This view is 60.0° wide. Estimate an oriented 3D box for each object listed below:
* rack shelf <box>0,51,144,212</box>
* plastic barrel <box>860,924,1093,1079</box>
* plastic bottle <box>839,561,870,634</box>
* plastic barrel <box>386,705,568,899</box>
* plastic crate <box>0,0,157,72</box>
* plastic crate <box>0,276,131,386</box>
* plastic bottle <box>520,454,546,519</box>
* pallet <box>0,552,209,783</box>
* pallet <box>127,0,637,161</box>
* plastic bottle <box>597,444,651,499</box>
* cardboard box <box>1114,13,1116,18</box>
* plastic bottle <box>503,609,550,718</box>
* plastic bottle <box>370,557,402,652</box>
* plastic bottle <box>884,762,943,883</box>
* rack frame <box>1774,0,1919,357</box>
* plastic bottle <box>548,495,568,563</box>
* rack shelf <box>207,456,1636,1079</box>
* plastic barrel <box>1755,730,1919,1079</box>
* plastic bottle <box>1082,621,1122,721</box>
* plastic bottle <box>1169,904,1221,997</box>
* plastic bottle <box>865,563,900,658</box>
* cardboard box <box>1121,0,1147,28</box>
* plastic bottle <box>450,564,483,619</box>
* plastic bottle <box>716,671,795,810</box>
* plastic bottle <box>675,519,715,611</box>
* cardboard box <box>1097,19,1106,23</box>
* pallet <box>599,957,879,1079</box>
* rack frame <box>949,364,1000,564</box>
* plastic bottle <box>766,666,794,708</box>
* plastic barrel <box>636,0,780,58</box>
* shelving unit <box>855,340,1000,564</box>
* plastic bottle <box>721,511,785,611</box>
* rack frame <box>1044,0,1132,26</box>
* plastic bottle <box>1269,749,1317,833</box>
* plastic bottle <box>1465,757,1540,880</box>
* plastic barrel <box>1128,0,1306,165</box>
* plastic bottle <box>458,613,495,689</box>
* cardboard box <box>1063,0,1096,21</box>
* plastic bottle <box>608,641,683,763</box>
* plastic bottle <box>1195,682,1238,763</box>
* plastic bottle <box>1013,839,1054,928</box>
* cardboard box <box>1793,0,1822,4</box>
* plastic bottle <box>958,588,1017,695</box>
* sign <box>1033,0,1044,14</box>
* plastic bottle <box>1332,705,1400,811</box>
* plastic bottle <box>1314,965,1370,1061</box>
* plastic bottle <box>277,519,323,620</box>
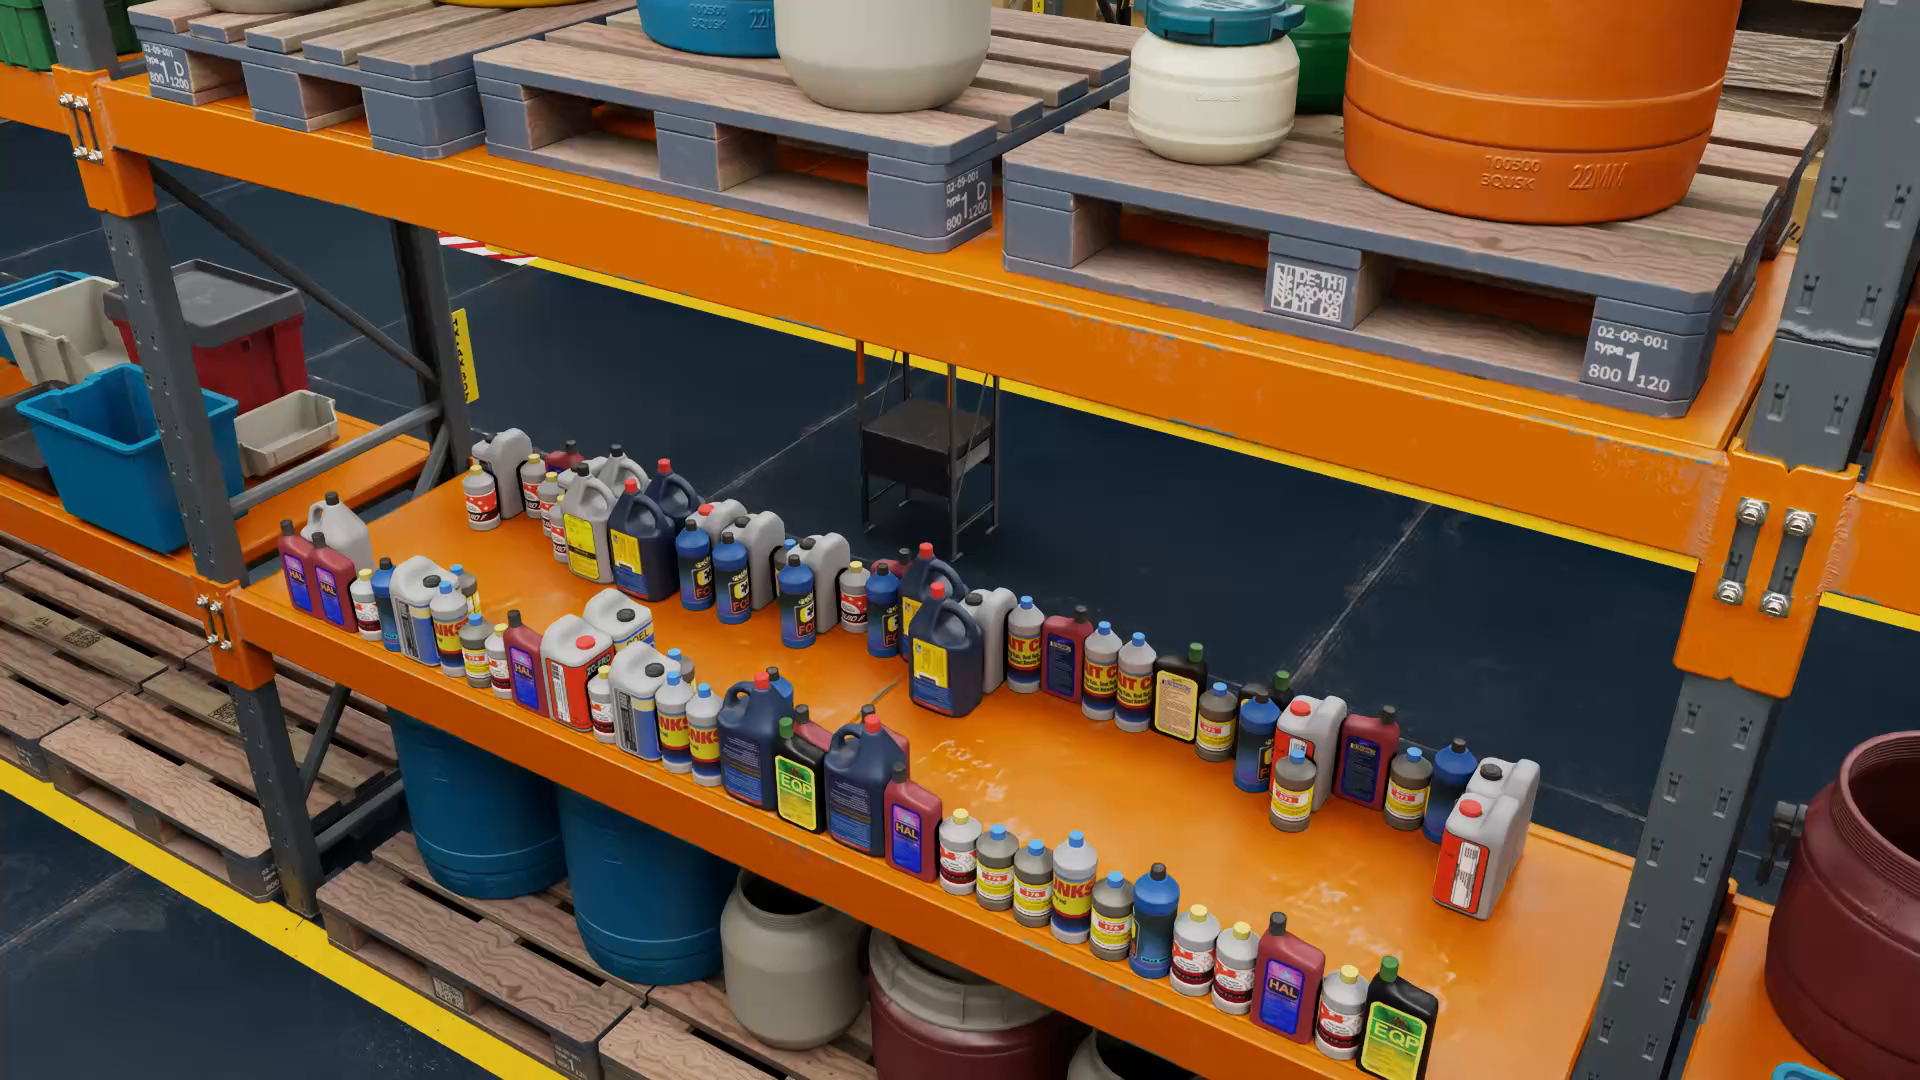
[{"bbox_3d":[-3.650,-1.770,5.544,4.000,0.370,1.077,18,35,27],"label":"rack shelf"},{"bbox_3d":[0.052,1.256,4.596,0.708,0.588,0.600,18,35,27],"label":"plastic barrel"},{"bbox_3d":[-0.291,0.155,4.705,0.097,0.201,0.097,0,30,0],"label":"plastic bottle"},{"bbox_3d":[-1.505,0.629,5.361,0.708,0.901,0.600,18,35,27],"label":"plastic barrel"},{"bbox_3d":[-2.476,-1.438,4.472,0.662,0.188,0.450,18,35,27],"label":"plastic crate"},{"bbox_3d":[-3.152,-0.712,6.051,0.530,0.282,0.437,18,35,27],"label":"plastic crate"},{"bbox_3d":[-1.338,-0.176,5.273,0.097,0.201,0.097,0,30,0],"label":"plastic bottle"},{"bbox_3d":[-3.637,0.448,6.772,1.213,0.211,1.003,18,35,27],"label":"pallet"},{"bbox_3d":[-1.241,-1.295,4.204,1.003,0.211,1.213,18,35,27],"label":"pallet"},{"bbox_3d":[-1.004,-0.121,5.030,0.185,0.351,0.144,18,35,27],"label":"plastic bottle"},{"bbox_3d":[1.506,-4.446,14.217,0.250,0.149,0.380,19,35,29],"label":"cardboard box"},{"bbox_3d":[-1.120,0.319,4.342,0.133,0.283,0.061,18,35,27],"label":"plastic bottle"},{"bbox_3d":[-1.570,0.172,4.607,0.097,0.271,0.097,0,30,0],"label":"plastic bottle"},{"bbox_3d":[-0.106,0.640,3.792,0.133,0.283,0.061,18,35,27],"label":"plastic bottle"},{"bbox_3d":[1.431,-1.769,1.852,0.127,3.000,1.000,18,35,27],"label":"rack frame"},{"bbox_3d":[-1.192,-0.040,5.039,0.097,0.201,0.097,0,30,0],"label":"plastic bottle"},{"bbox_3d":[-0.263,0.597,4.463,4.000,0.370,1.077,18,35,27],"label":"rack shelf"},{"bbox_3d":[1.986,0.759,3.338,0.708,0.536,0.600,18,35,27],"label":"plastic barrel"},{"bbox_3d":[0.370,0.334,4.329,0.097,0.271,0.097,0,30,0],"label":"plastic bottle"},{"bbox_3d":[0.496,0.855,3.504,0.097,0.201,0.097,0,30,0],"label":"plastic bottle"},{"bbox_3d":[-0.210,0.186,4.582,0.097,0.271,0.097,0,30,0],"label":"plastic bottle"},{"bbox_3d":[1.222,-2.672,8.259,0.637,0.503,0.797,17,34,26],"label":"cardboard box"},{"bbox_3d":[-1.407,0.163,4.691,0.097,0.201,0.097,0,30,0],"label":"plastic bottle"},{"bbox_3d":[-0.488,0.465,4.024,0.185,0.351,0.144,18,35,27],"label":"plastic bottle"},{"bbox_3d":[-0.765,0.065,4.789,0.097,0.271,0.097,0,30,0],"label":"plastic bottle"},{"bbox_3d":[1.201,-4.192,13.781,0.250,0.149,0.380,19,35,29],"label":"cardboard box"},{"bbox_3d":[-0.288,1.506,4.959,1.213,0.211,1.003,18,35,27],"label":"pallet"},{"bbox_3d":[0.066,-0.886,7.185,0.015,2.100,0.400,18,35,27],"label":"rack frame"},{"bbox_3d":[-0.461,0.436,4.153,0.097,0.271,0.097,0,30,0],"label":"plastic bottle"},{"bbox_3d":[-0.430,-1.551,3.541,0.708,0.901,0.600,18,35,27],"label":"plastic barrel"},{"bbox_3d":[-0.140,-0.951,7.297,0.503,2.100,0.431,18,35,27],"label":"shelving unit"},{"bbox_3d":[-0.600,0.041,4.826,0.135,0.276,0.152,18,35,27],"label":"plastic bottle"},{"bbox_3d":[0.677,-2.363,8.824,0.127,3.000,1.000,18,35,27],"label":"rack frame"},{"bbox_3d":[0.794,0.588,3.962,0.097,0.201,0.097,0,30,0],"label":"plastic bottle"},{"bbox_3d":[1.237,0.622,3.830,0.135,0.276,0.152,18,35,27],"label":"plastic bottle"},{"bbox_3d":[0.445,-0.820,2.922,0.301,0.262,0.301,0,30,0],"label":"plastic barrel"},{"bbox_3d":[-1.291,0.290,4.473,0.097,0.201,0.097,0,30,0],"label":"plastic bottle"},{"bbox_3d":[0.407,-2.988,9.005,0.500,0.500,0.500,18,35,27],"label":"cardboard box"},{"bbox_3d":[-0.786,0.401,4.209,0.135,0.276,0.152,18,35,27],"label":"plastic bottle"},{"bbox_3d":[0.648,0.452,4.196,0.097,0.201,0.097,0,30,0],"label":"plastic bottle"},{"bbox_3d":[0.166,0.751,3.683,0.097,0.201,0.097,0,30,0],"label":"plastic bottle"},{"bbox_3d":[5.488,-3.595,10.768,0.250,0.149,0.380,17,34,27],"label":"cardboard box"},{"bbox_3d":[0.062,0.250,4.467,0.135,0.276,0.152,18,35,27],"label":"plastic bottle"},{"bbox_3d":[0.383,-2.534,8.179,0.005,0.325,0.100,18,35,27],"label":"sign"},{"bbox_3d":[0.983,0.511,4.013,0.133,0.283,0.061,18,35,27],"label":"plastic bottle"},{"bbox_3d":[0.774,0.943,3.354,0.097,0.201,0.097,0,30,0],"label":"plastic bottle"},{"bbox_3d":[-1.873,0.081,4.749,0.133,0.283,0.061,18,35,27],"label":"plastic bottle"}]
